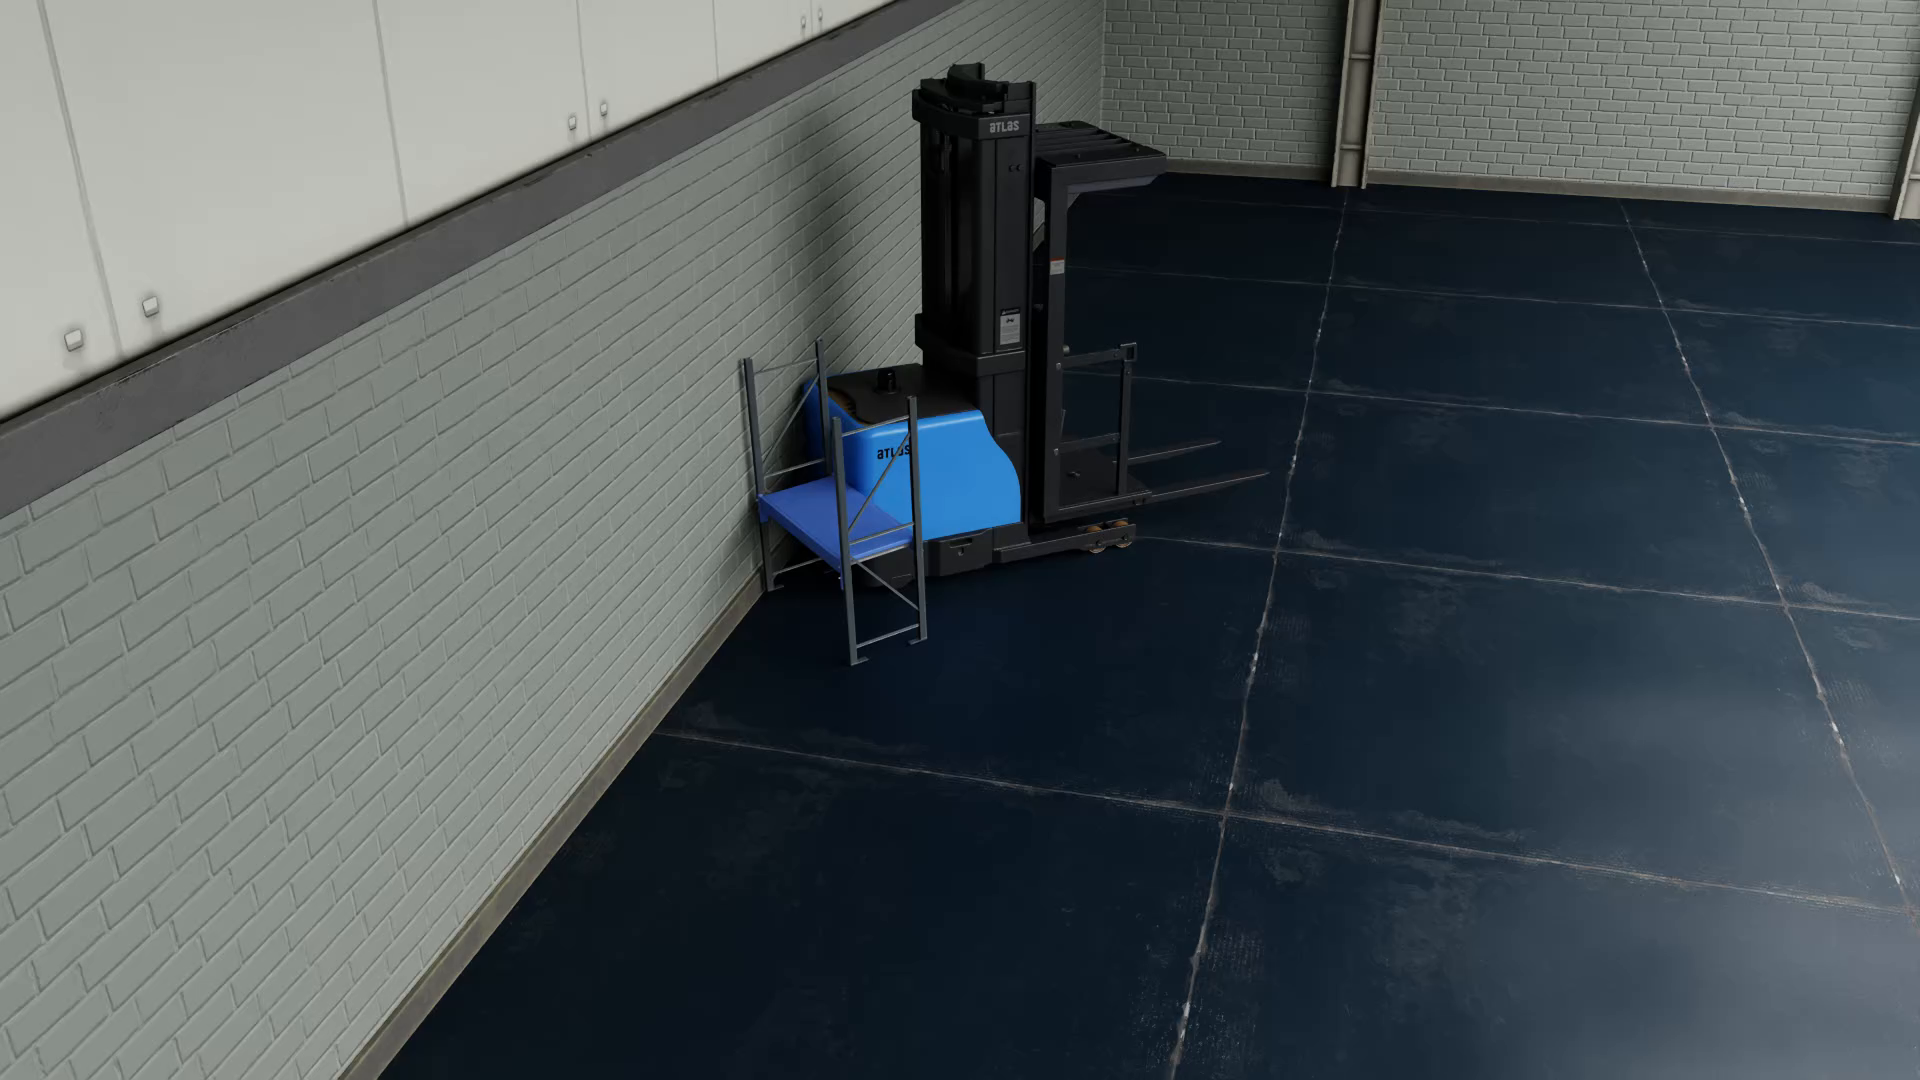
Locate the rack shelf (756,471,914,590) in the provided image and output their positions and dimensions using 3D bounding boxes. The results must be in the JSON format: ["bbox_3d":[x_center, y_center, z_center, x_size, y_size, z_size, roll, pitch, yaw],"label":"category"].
[{"bbox_3d":[-0.698,-0.068,9.505,0.538,0.185,1.000,-18,32,-28],"label":"rack shelf"}]

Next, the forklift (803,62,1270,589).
[{"bbox_3d":[0.571,-1.436,10.356,3.031,2.935,1.130,-11,28,-22],"label":"forklift"}]

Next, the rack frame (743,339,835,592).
[{"bbox_3d":[-0.979,-0.422,9.800,0.500,1.500,0.032,-18,32,-28],"label":"rack frame"}]

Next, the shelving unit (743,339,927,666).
[{"bbox_3d":[-0.703,-0.227,9.420,0.538,1.500,1.048,-18,32,-28],"label":"shelving unit"}]

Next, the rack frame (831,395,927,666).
[{"bbox_3d":[-0.428,-0.032,9.040,0.500,1.500,0.032,-18,32,-28],"label":"rack frame"}]

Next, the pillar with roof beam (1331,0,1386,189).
[{"bbox_3d":[3.487,-6.441,13.809,0.400,9.000,9.100,6,26,13],"label":"pillar with roof beam"}]

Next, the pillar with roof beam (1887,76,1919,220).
[{"bbox_3d":[9.298,-5.798,12.460,0.400,9.000,9.100,6,26,13],"label":"pillar with roof beam"}]
